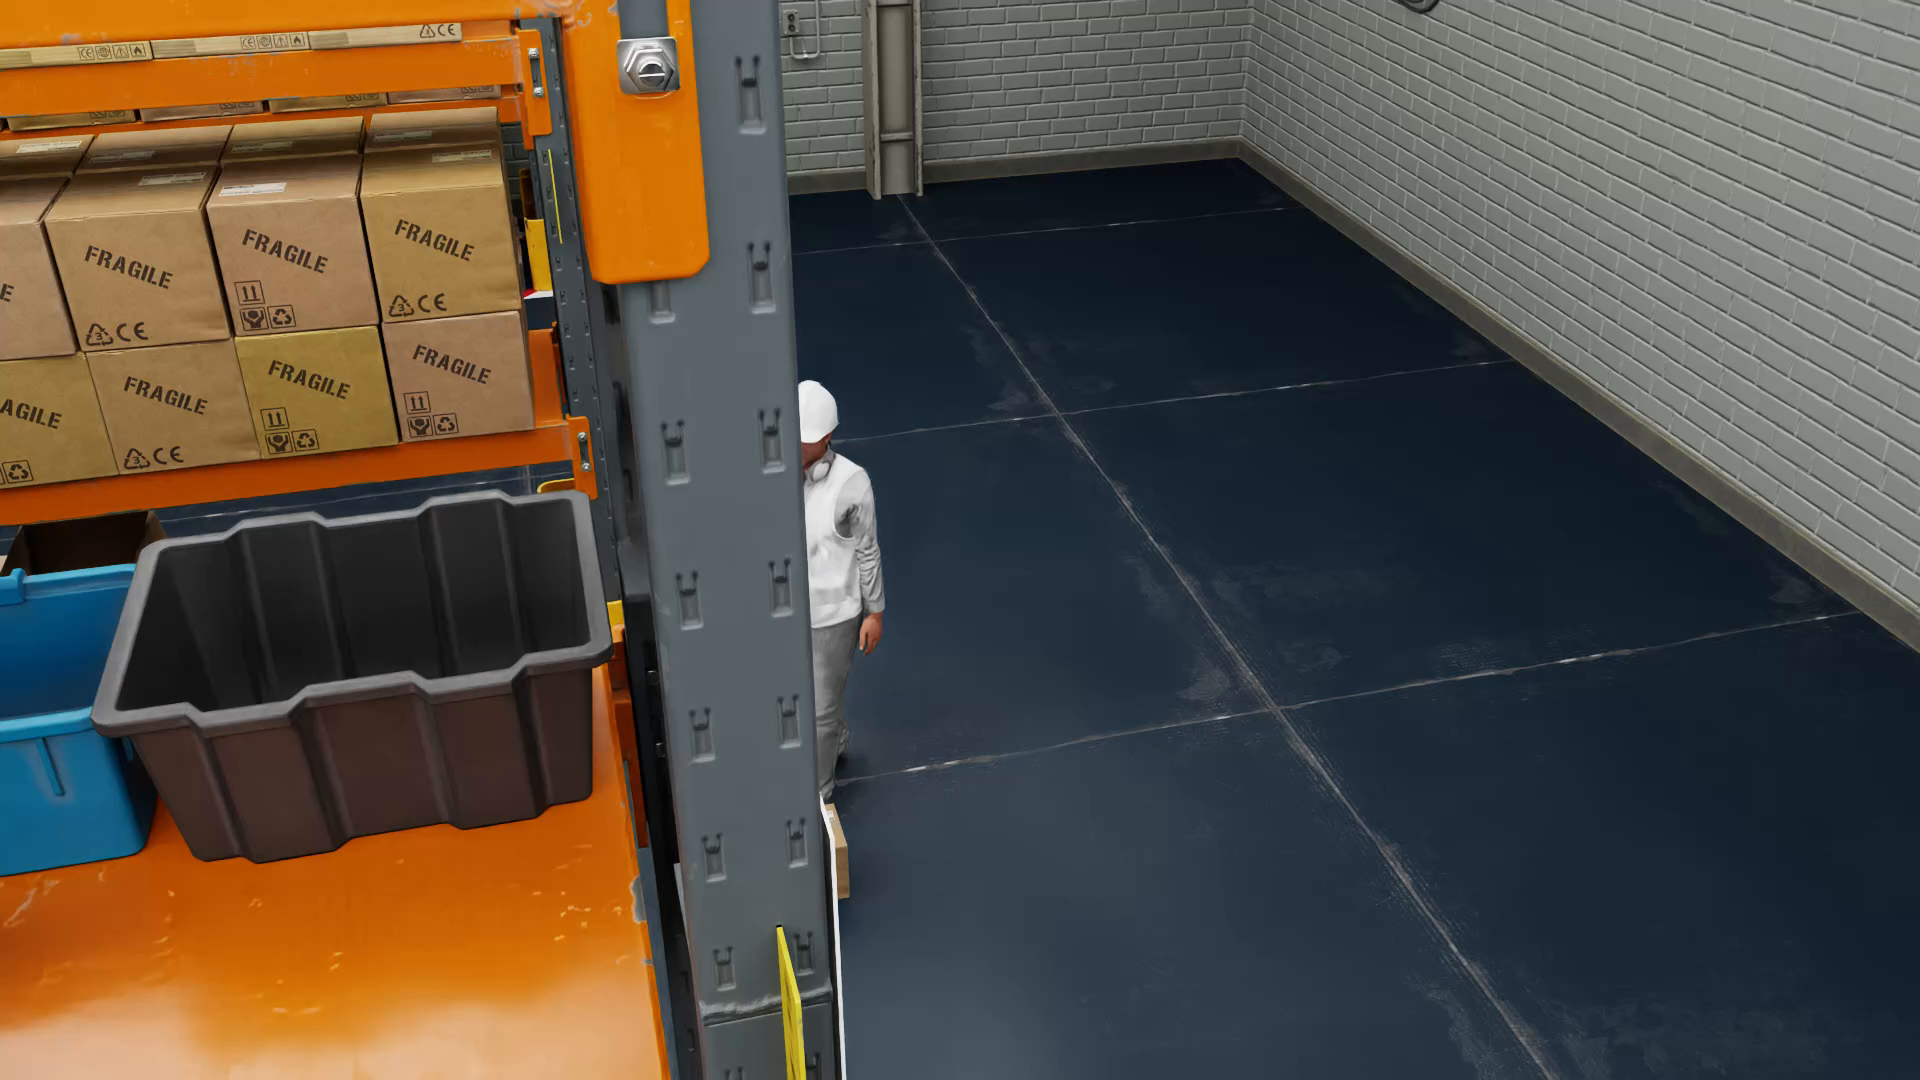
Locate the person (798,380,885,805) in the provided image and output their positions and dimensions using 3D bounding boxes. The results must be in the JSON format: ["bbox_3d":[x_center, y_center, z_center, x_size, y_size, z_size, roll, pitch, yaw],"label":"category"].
[{"bbox_3d":[-0.570,0.253,6.157,0.564,1.776,0.620,15,33,24],"label":"person"}]
